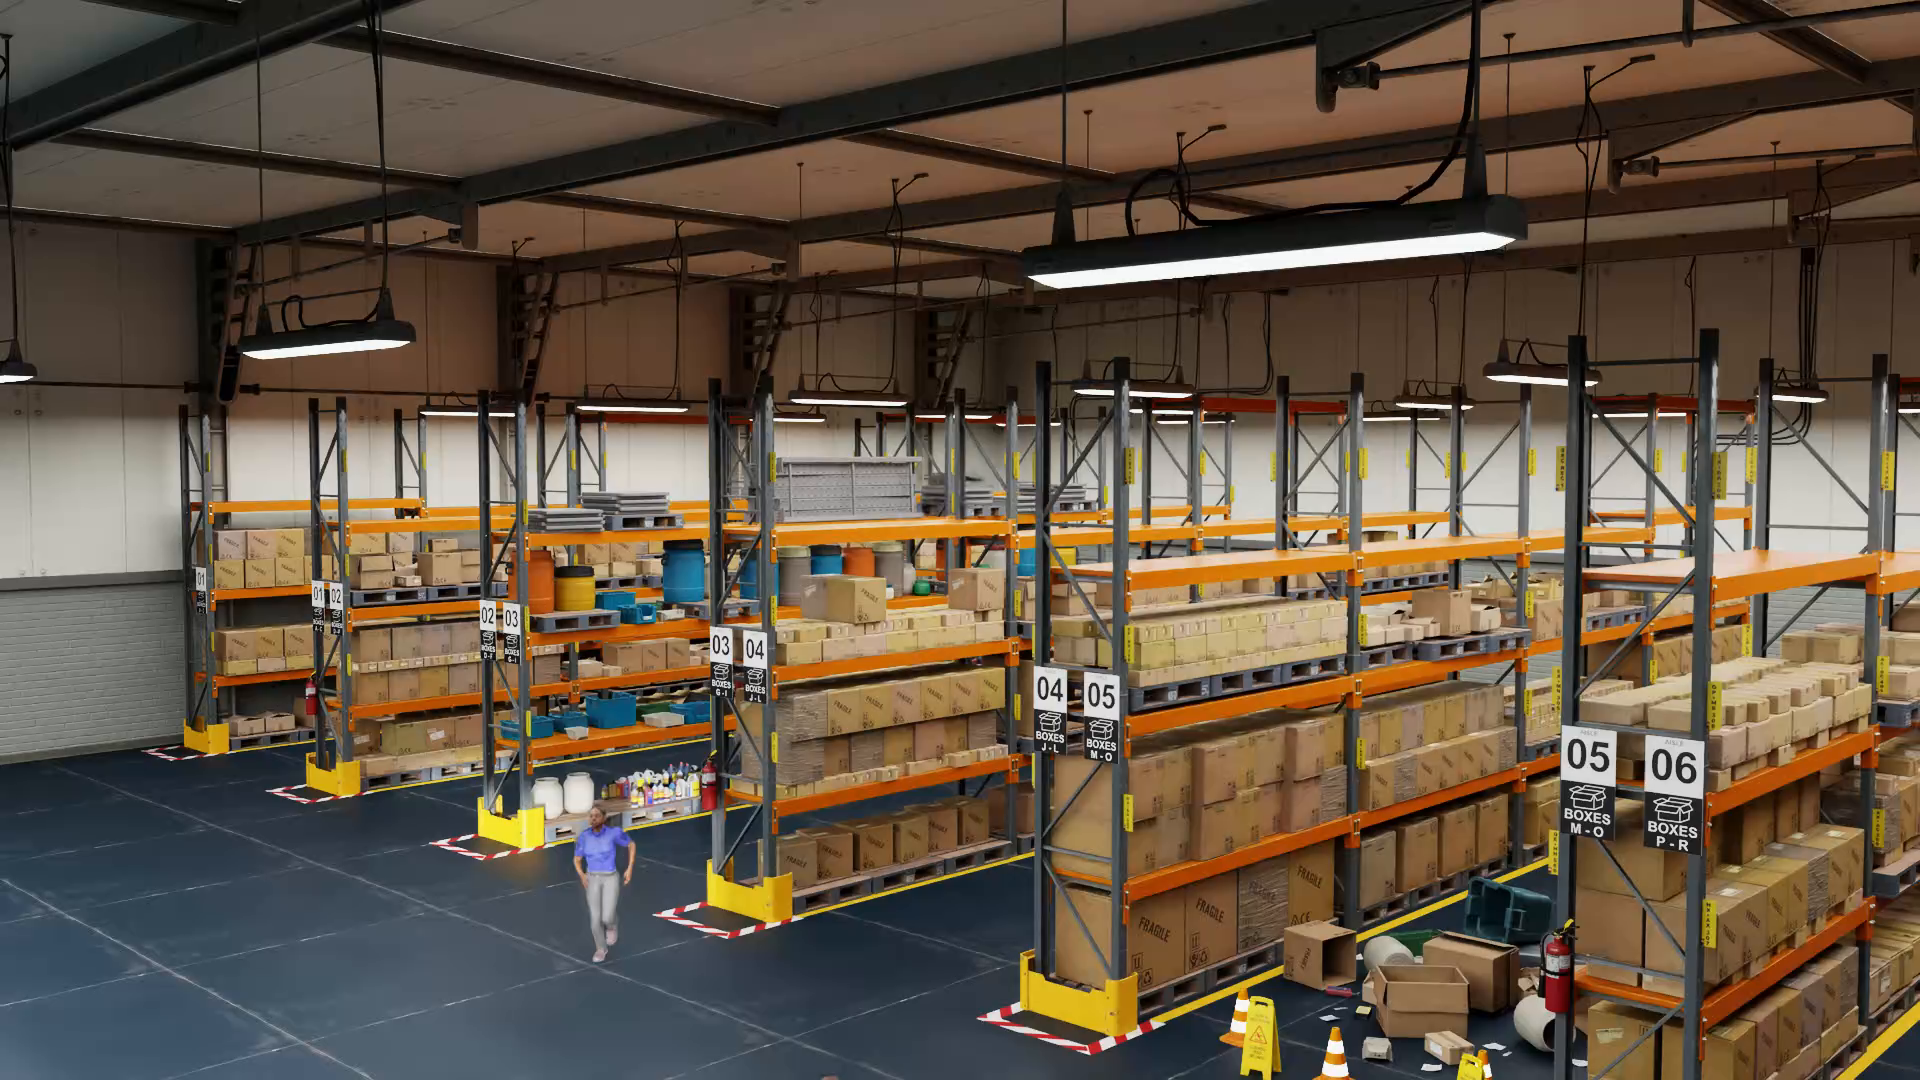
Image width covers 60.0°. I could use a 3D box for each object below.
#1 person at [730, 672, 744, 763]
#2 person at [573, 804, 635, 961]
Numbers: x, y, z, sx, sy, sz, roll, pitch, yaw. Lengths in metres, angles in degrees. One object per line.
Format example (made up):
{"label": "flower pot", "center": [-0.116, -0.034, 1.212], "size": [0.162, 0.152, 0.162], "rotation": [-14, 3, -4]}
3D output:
{"label": "person", "center": [-3.676, 2.826, 27.878], "size": [0.644, 1.685, 0.907], "rotation": [2, 3, 28]}
{"label": "person", "center": [-3.616, 3.478, 16.826], "size": [0.597, 1.610, 0.619], "rotation": [0, 3, 0]}
